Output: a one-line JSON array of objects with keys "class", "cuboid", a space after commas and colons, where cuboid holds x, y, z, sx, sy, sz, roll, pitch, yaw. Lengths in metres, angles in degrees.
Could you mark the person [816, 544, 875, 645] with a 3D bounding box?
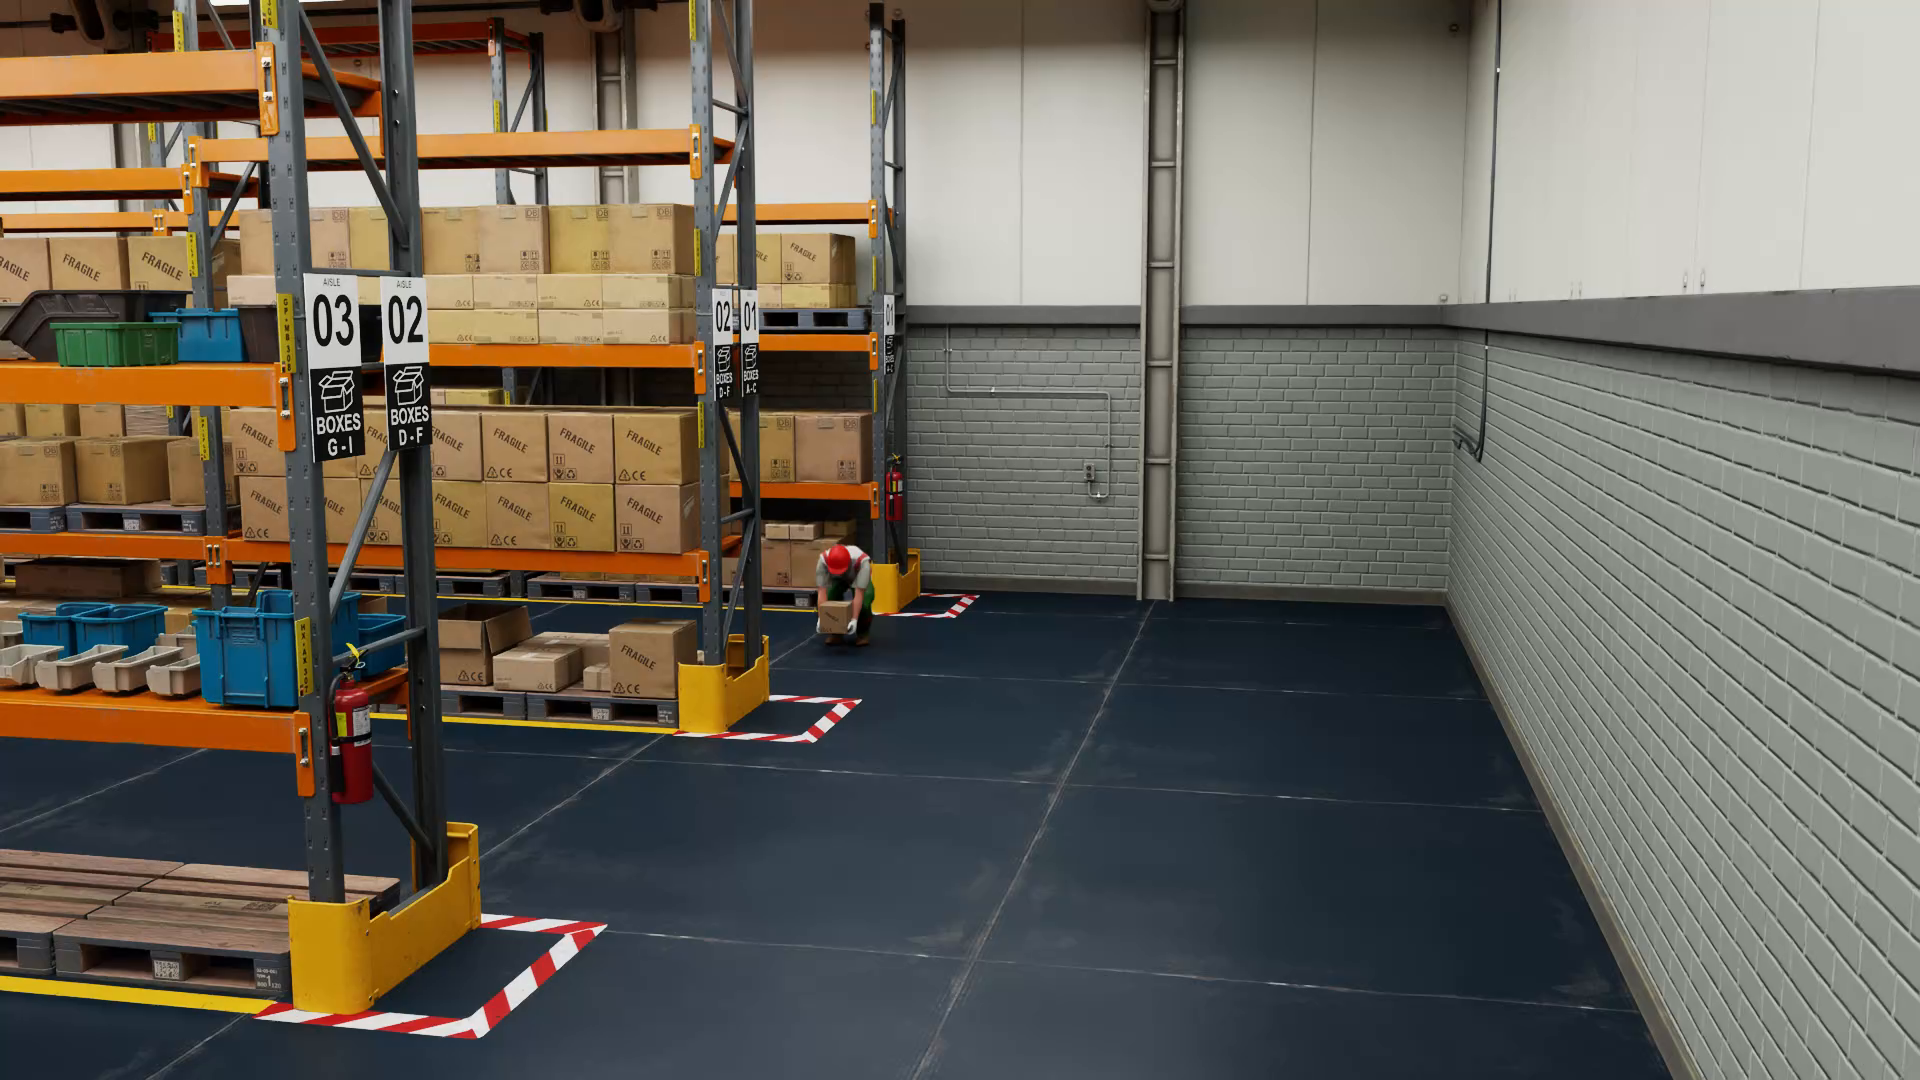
[{"class": "person", "cuboid": [-1.049, 0.485, 15.142, 0.533, 0.989, 0.933, 1, 8, 9]}]
